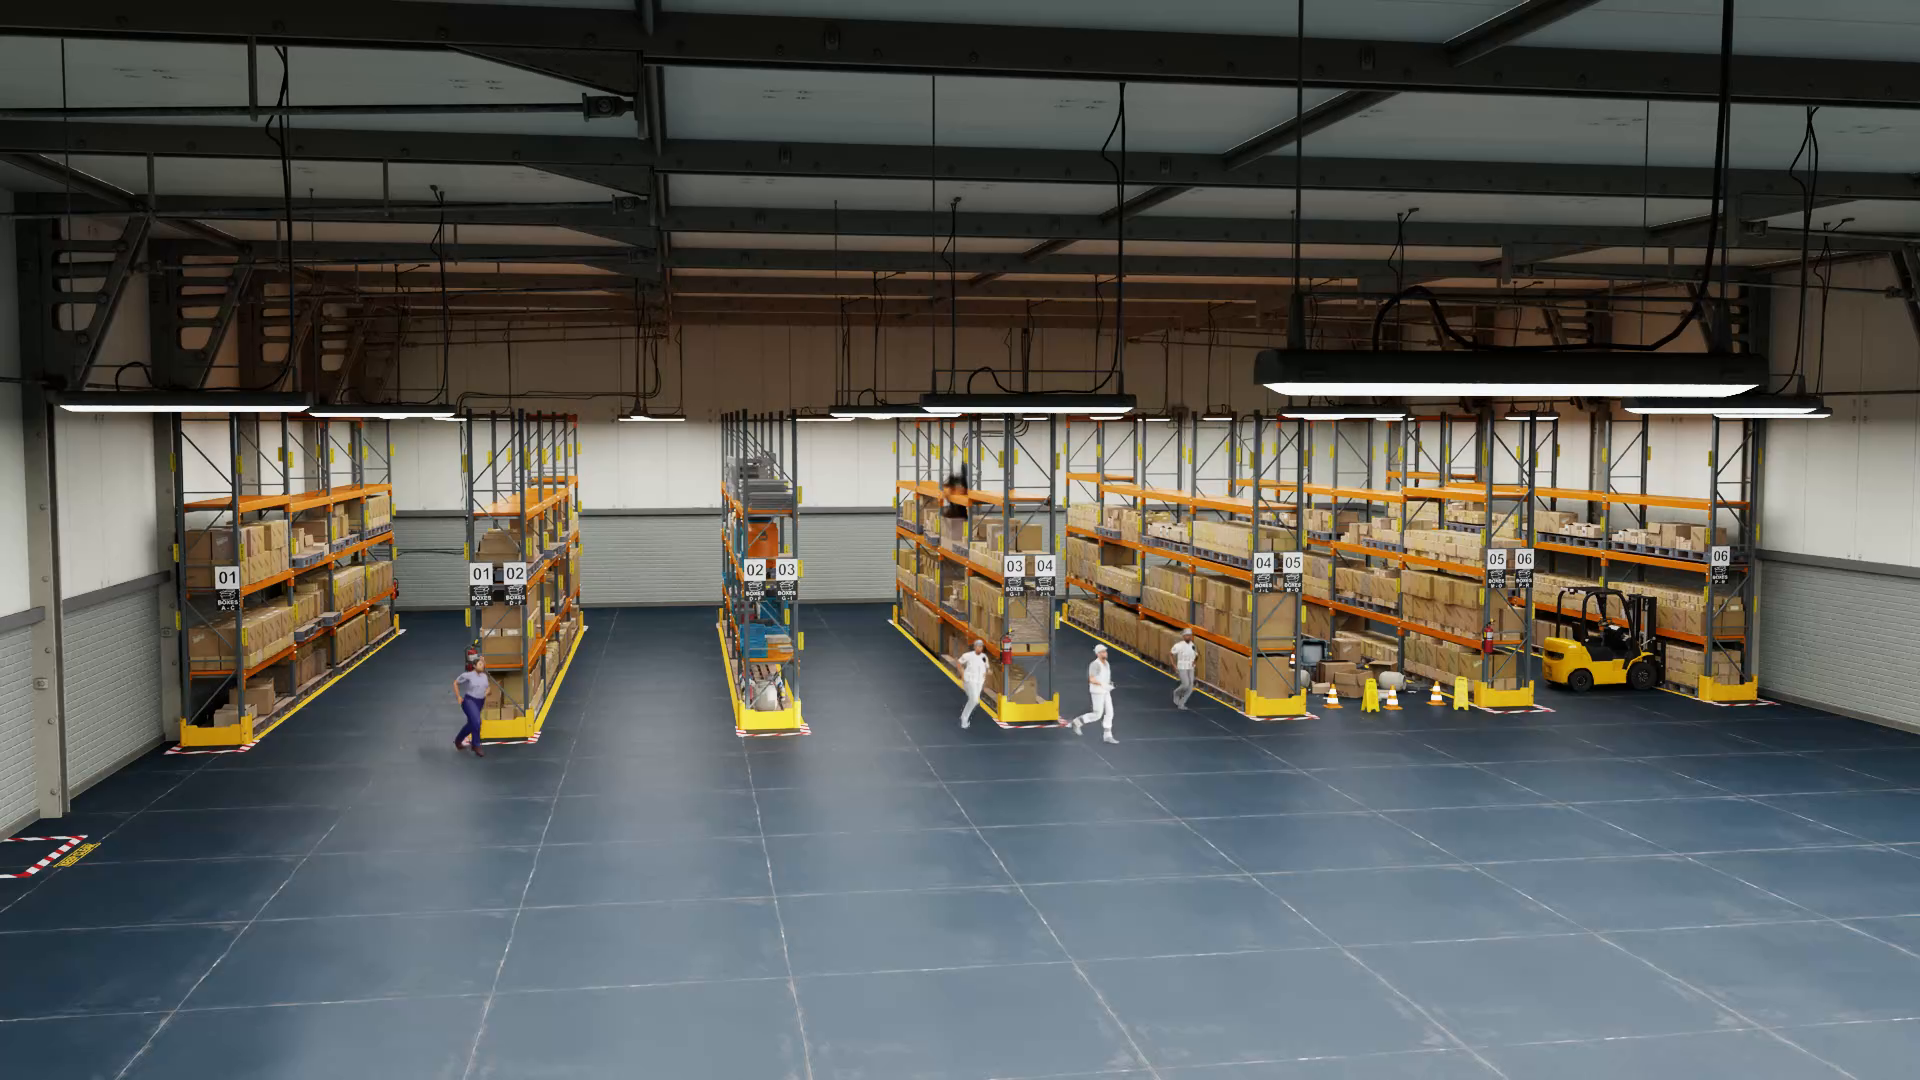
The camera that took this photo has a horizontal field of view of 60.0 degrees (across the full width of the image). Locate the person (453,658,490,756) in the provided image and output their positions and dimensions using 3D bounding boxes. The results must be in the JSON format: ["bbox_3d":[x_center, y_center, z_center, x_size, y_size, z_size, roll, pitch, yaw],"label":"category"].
[{"bbox_3d":[-8.461,2.891,29.032,0.823,1.642,0.628,2,5,30],"label":"person"}]

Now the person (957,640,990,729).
[{"bbox_3d":[0.265,2.721,31.494,0.633,1.666,0.633,-3,5,-33],"label":"person"}]

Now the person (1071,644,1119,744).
[{"bbox_3d":[2.473,2.759,29.949,0.886,1.782,0.665,2,5,30],"label":"person"}]

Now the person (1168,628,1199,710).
[{"bbox_3d":[4.538,2.579,33.272,0.587,1.634,0.511,-2,4,-27],"label":"person"}]
